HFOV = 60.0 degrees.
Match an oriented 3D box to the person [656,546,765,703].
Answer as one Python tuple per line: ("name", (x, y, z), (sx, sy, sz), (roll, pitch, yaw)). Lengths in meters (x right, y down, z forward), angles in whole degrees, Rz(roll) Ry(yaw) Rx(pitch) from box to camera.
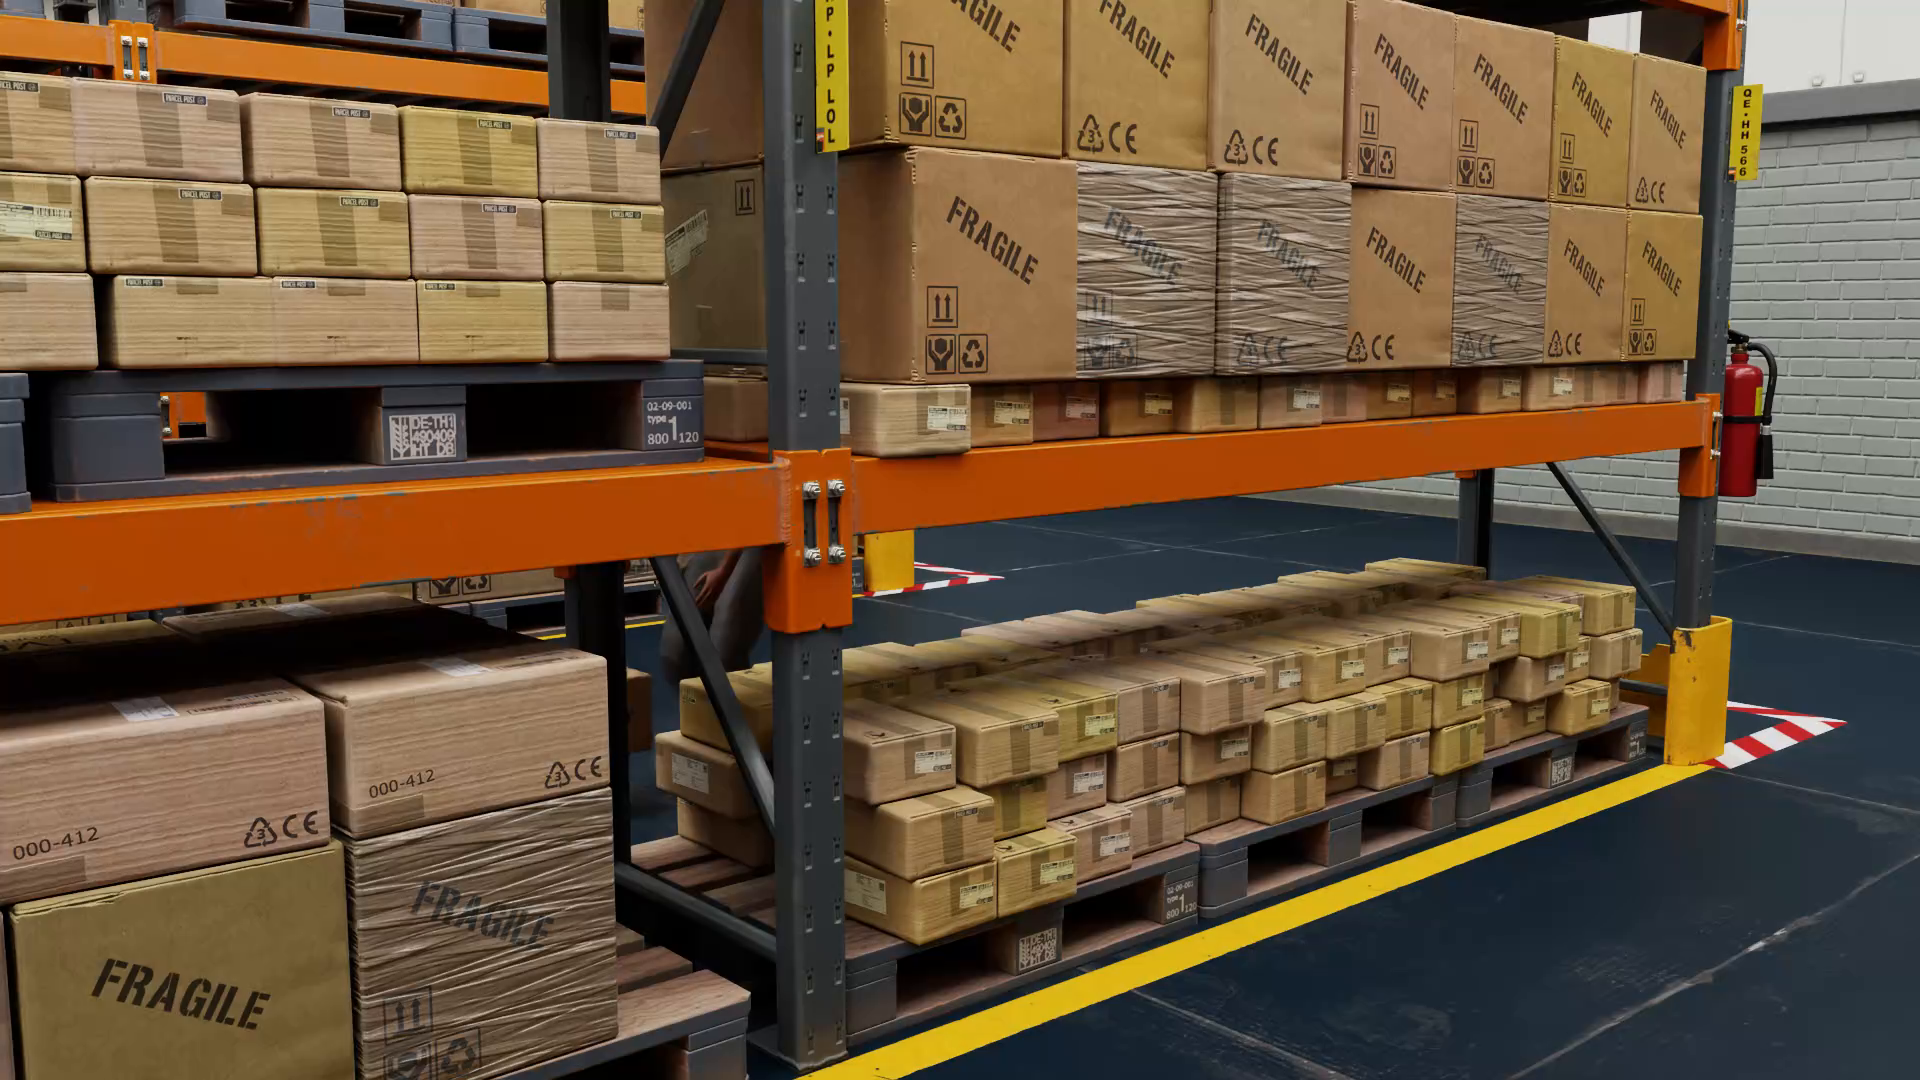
("person", (-0.804, 0.084, 5.654), (0.471, 1.544, 0.476), (-6, 10, -40))
